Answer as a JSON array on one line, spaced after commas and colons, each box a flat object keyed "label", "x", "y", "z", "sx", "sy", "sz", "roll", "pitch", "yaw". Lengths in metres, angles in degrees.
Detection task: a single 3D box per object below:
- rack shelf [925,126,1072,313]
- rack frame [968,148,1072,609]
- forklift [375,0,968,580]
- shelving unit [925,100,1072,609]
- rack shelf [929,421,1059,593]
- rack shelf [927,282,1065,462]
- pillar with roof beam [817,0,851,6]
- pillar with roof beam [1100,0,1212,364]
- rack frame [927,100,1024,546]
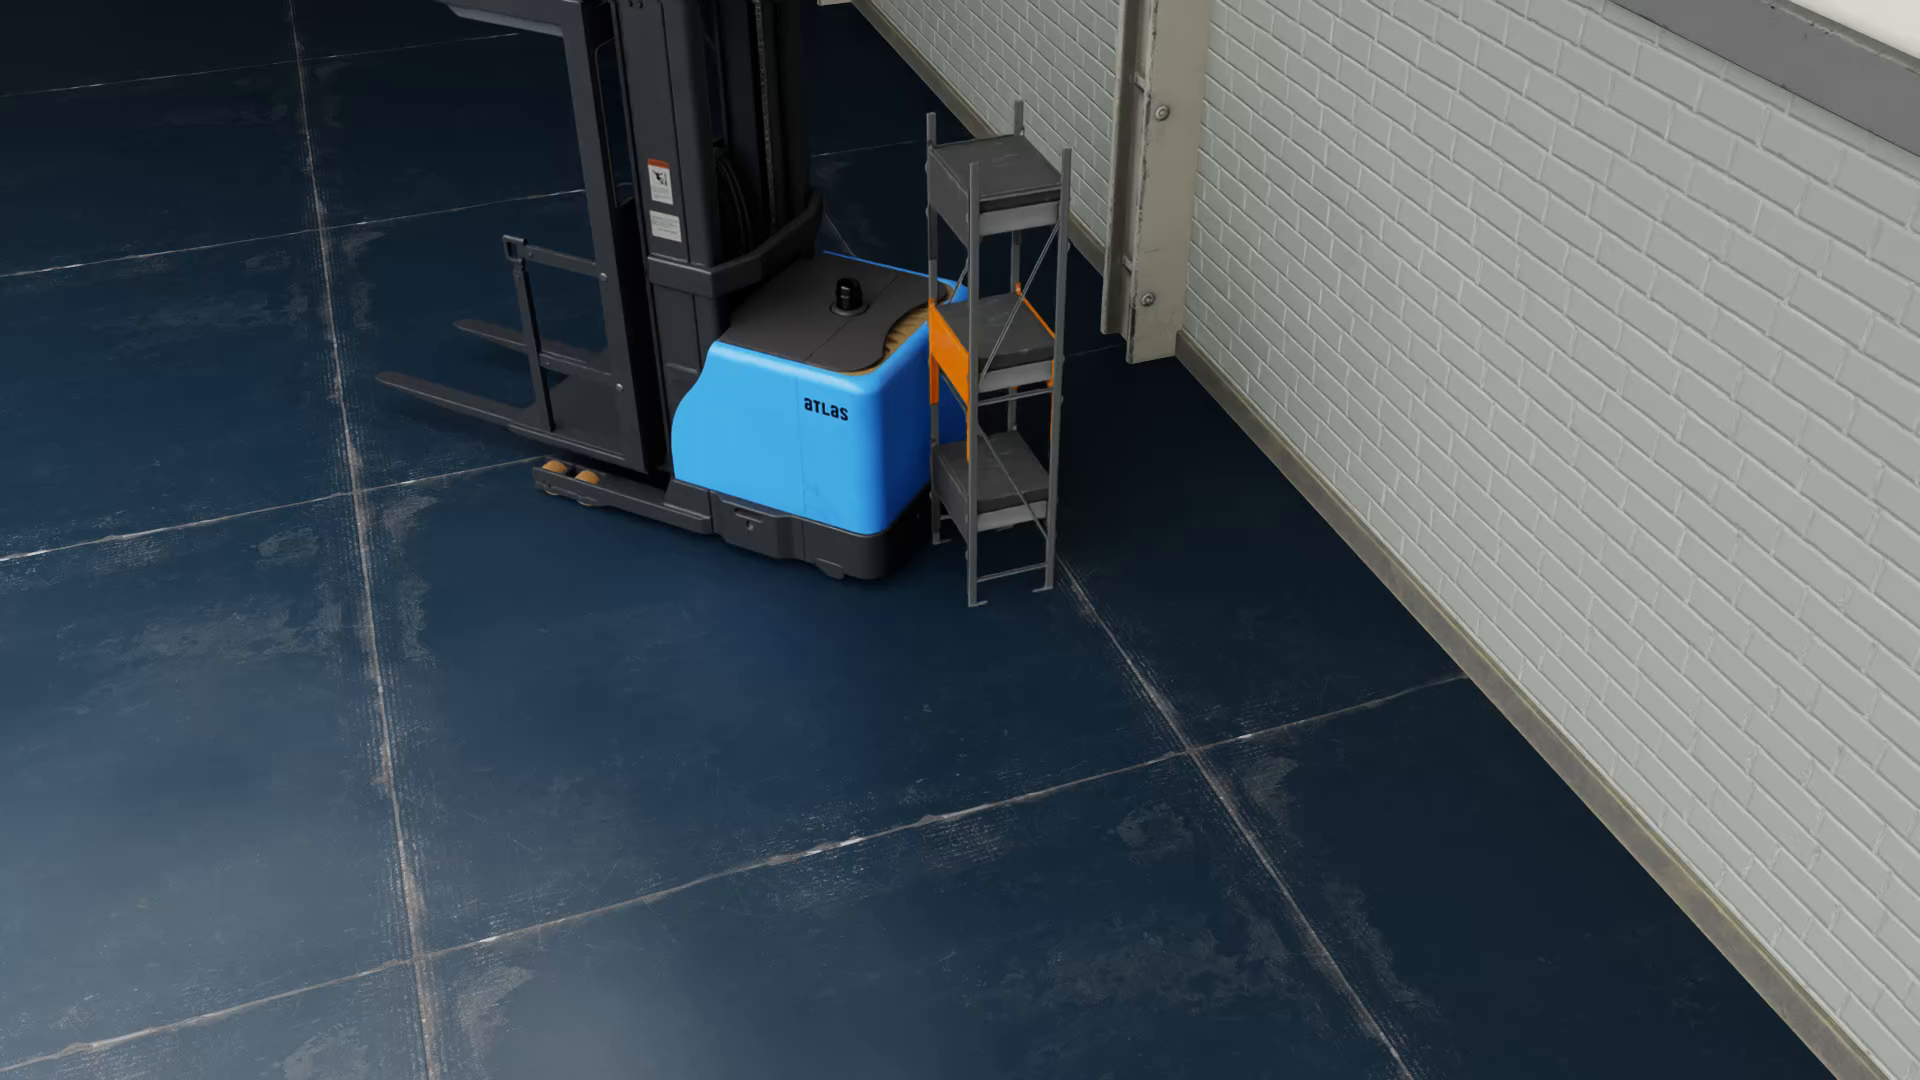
[{"label": "rack shelf", "x": 0.143, "y": -1.267, "z": 6.546, "sx": 0.431, "sy": 0.518, "sz": 0.480, "roll": -12, "pitch": 39, "yaw": -16}, {"label": "rack frame", "x": 0.226, "y": -0.581, "z": 6.776, "sx": 0.400, "sy": 2.100, "sz": 0.015, "roll": -12, "pitch": 39, "yaw": -16}, {"label": "forklift", "x": -1.484, "y": -1.600, "z": 7.439, "sx": 3.031, "sy": 2.935, "sz": 1.130, "roll": 17, "pitch": 40, "yaw": 21}, {"label": "shelving unit", "x": 0.143, "y": -0.719, "z": 6.959, "sx": 0.431, "sy": 2.100, "sz": 0.503, "roll": -12, "pitch": 39, "yaw": -16}, {"label": "rack shelf", "x": 0.143, "y": -0.149, "z": 7.388, "sx": 0.431, "sy": 0.518, "sz": 0.480, "roll": -12, "pitch": 39, "yaw": -16}, {"label": "rack shelf", "x": 0.143, "y": -0.708, "z": 6.967, "sx": 0.431, "sy": 0.518, "sz": 0.480, "roll": -12, "pitch": 39, "yaw": -16}, {"label": "pillar with roof beam", "x": -5.112, "y": -7.189, "z": 9.815, "sx": 9.100, "sy": 9.000, "sz": 0.400, "roll": -12, "pitch": 39, "yaw": -16}, {"label": "pillar with roof beam", "x": -3.047, "y": -3.800, "z": 5.315, "sx": 9.100, "sy": 9.000, "sz": 0.400, "roll": -12, "pitch": 39, "yaw": -16}, {"label": "rack frame", "x": 0.060, "y": -0.857, "z": 7.142, "sx": 0.400, "sy": 2.100, "sz": 0.015, "roll": -12, "pitch": 39, "yaw": -16}]
